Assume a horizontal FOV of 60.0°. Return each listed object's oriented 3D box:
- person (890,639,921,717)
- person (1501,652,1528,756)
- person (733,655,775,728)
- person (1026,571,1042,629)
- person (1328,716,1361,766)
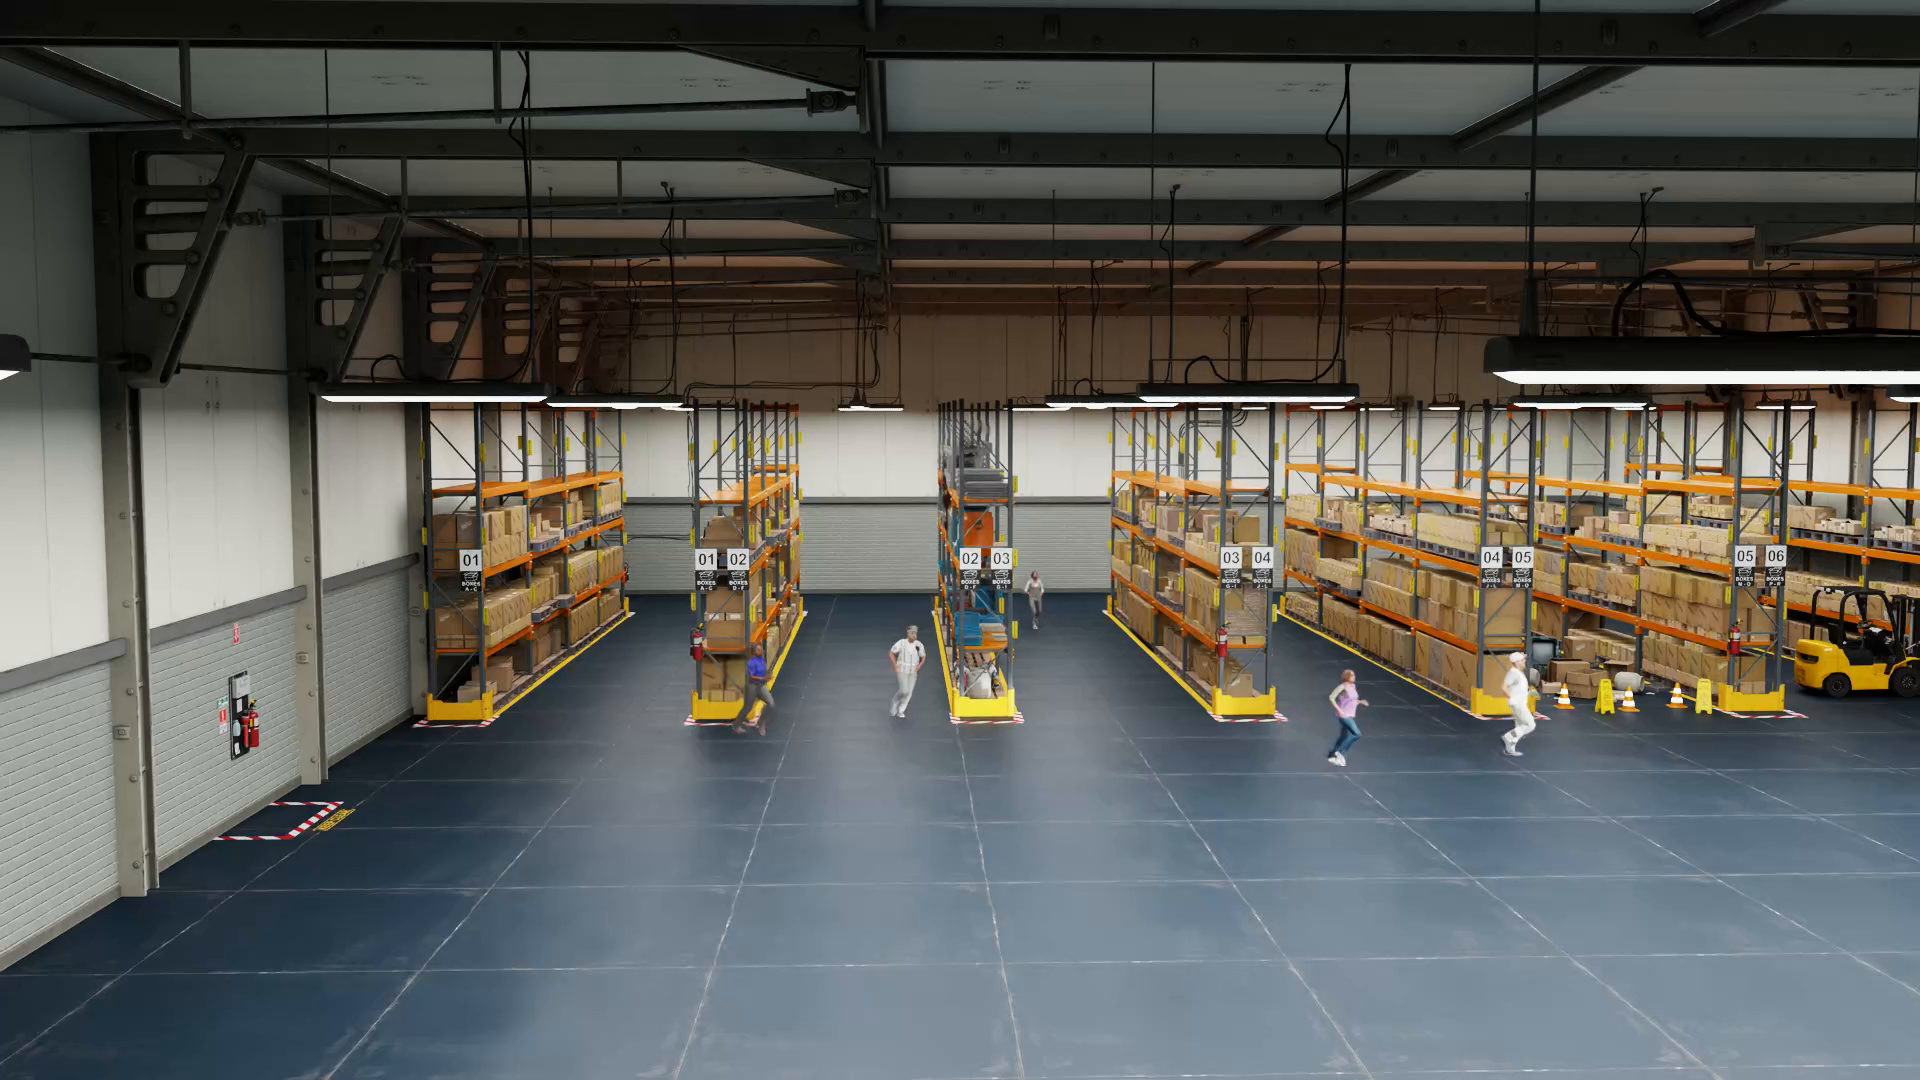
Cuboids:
[{"bbox_3d":[-1.008,2.609,31.412,0.610,1.467,0.398,-2,5,-22],"label":"person"},{"bbox_3d":[9.274,2.739,27.747,0.407,1.740,0.650,2,5,25],"label":"person"},{"bbox_3d":[-3.657,2.686,29.530,0.737,1.324,0.539,3,5,30],"label":"person"},{"bbox_3d":[1.980,1.588,44.270,0.495,1.549,0.563,-1,4,-10],"label":"person"},{"bbox_3d":[6.253,3.246,27.035,0.549,0.843,0.273,3,5,31],"label":"person"}]
